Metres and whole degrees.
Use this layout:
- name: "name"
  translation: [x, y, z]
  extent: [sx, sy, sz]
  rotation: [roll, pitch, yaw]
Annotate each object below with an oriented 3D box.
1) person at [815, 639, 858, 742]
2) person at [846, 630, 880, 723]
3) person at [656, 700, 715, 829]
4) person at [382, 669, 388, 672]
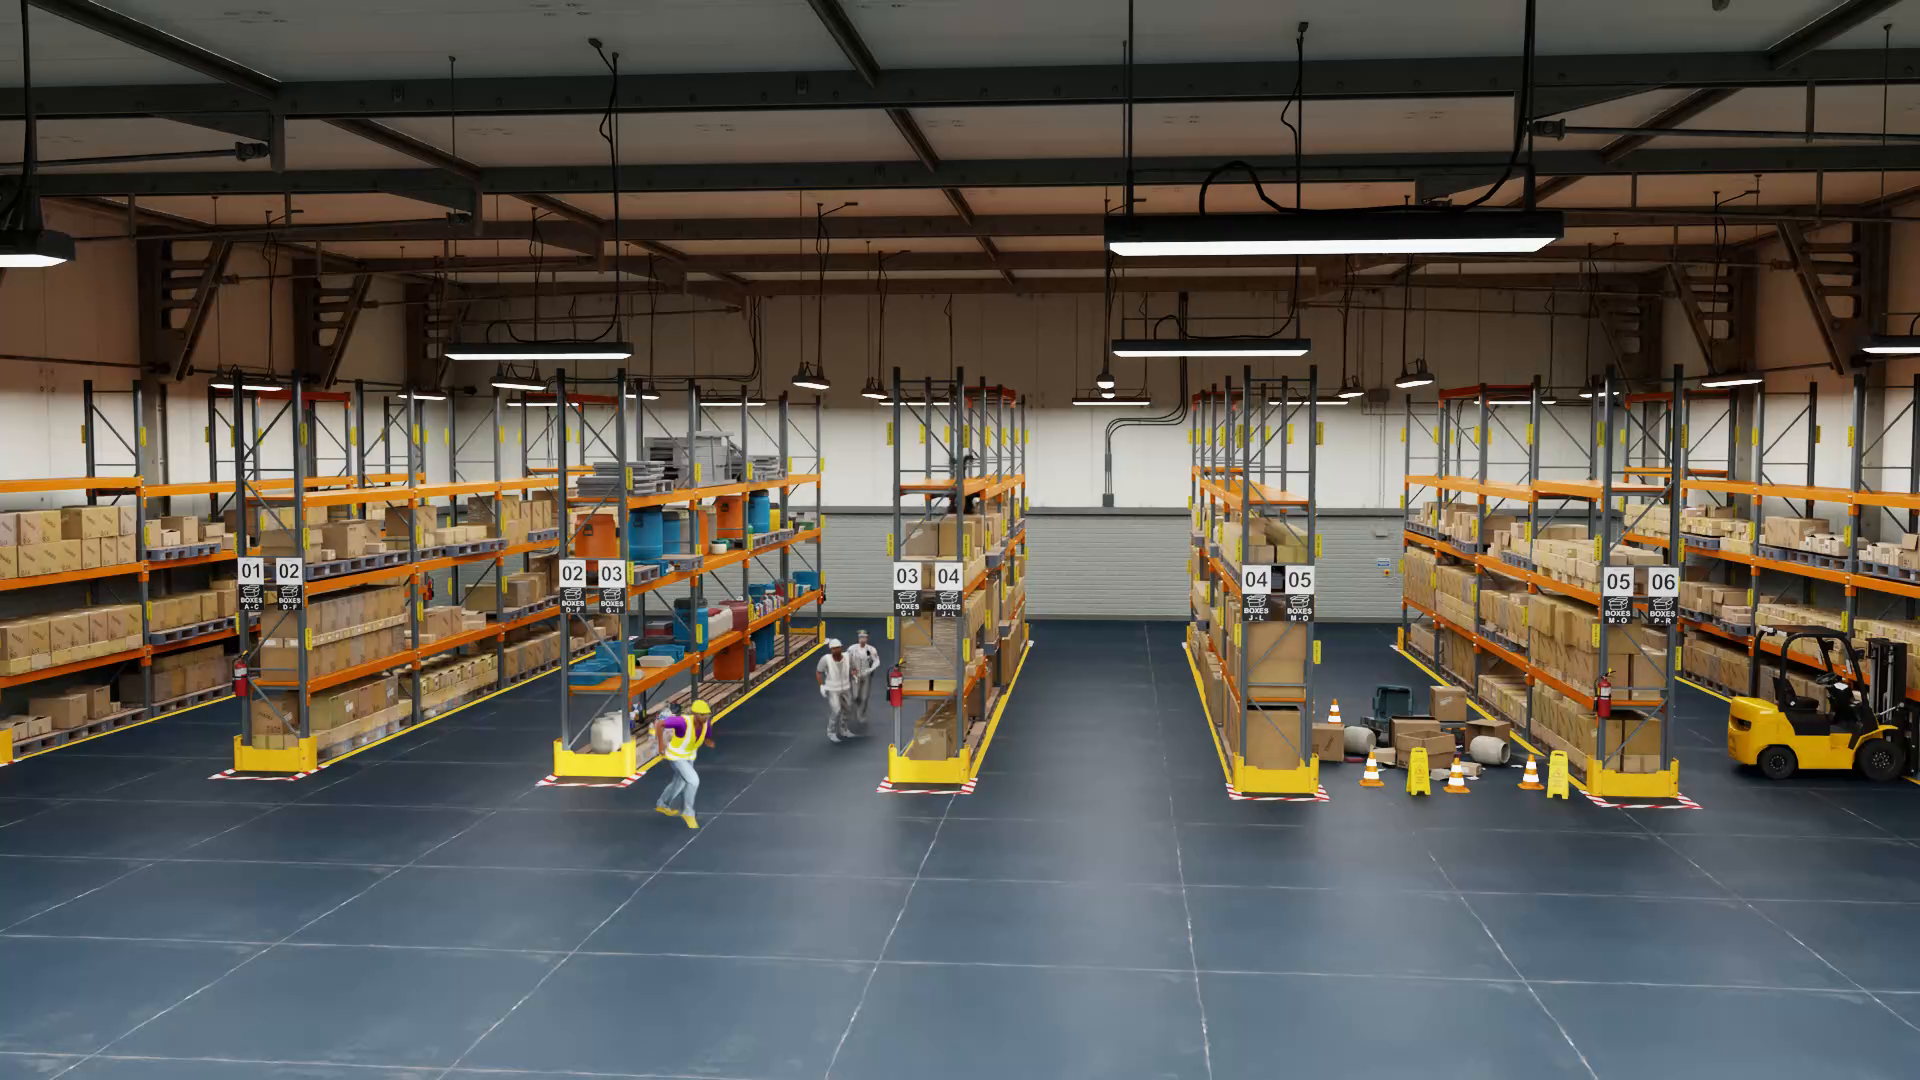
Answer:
- name: "person"
  translation: [-1.985, 2.470, 27.418]
  extent: [0.695, 1.718, 0.768]
  rotation: [-2, 4, -31]
- name: "person"
  translation: [-1.726, 2.373, 29.001]
  extent: [0.662, 1.649, 0.531]
  rotation: [0, 4, 3]
- name: "person"
  translation: [-3.589, 2.875, 21.404]
  extent: [1.011, 1.699, 0.746]
  rotation: [3, 4, 37]
- name: "person"
  translation: [-11.346, 2.290, 32.362]
  extent: [0.537, 1.403, 0.795]
  rotation: [-1, 4, -10]
